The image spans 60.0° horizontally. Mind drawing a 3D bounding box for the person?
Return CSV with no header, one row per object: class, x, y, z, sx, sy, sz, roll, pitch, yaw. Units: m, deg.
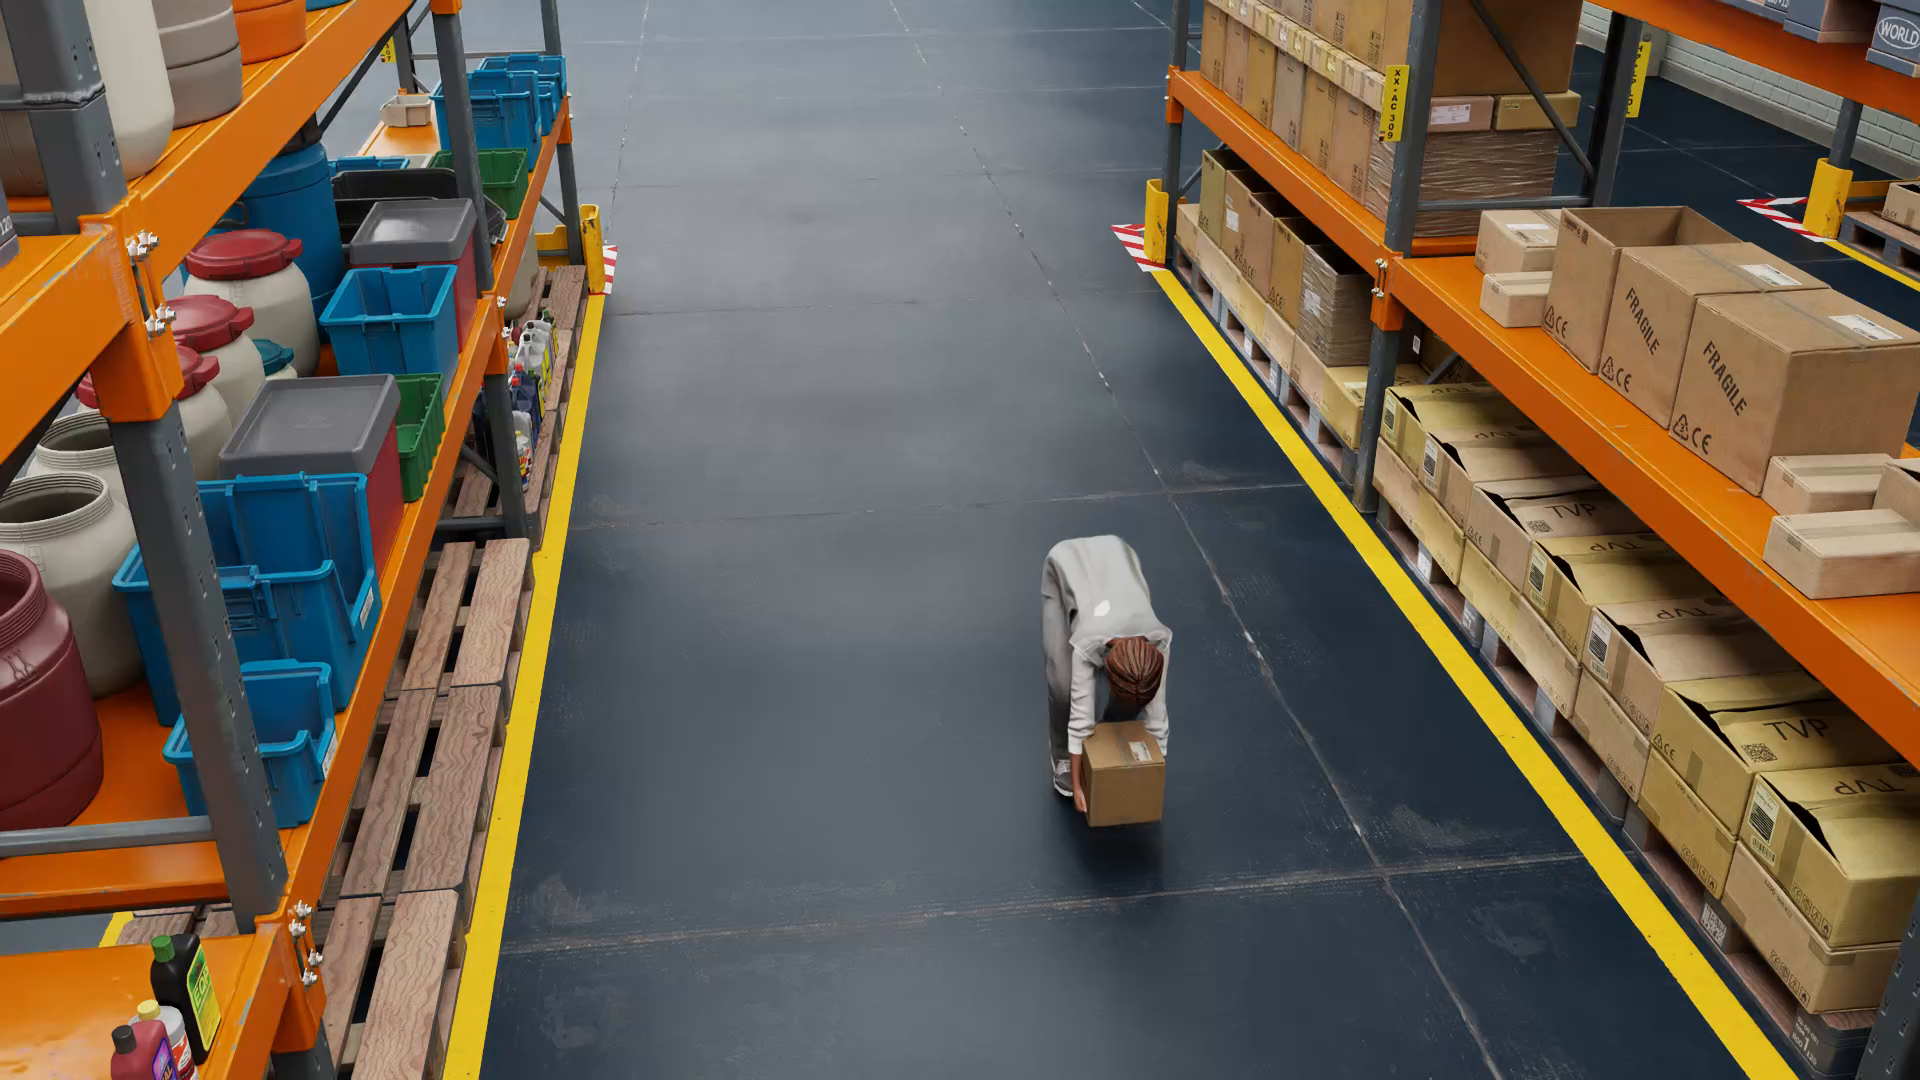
person,0.518,0.521,5.822,0.405,0.958,0.868,-5,28,-9
